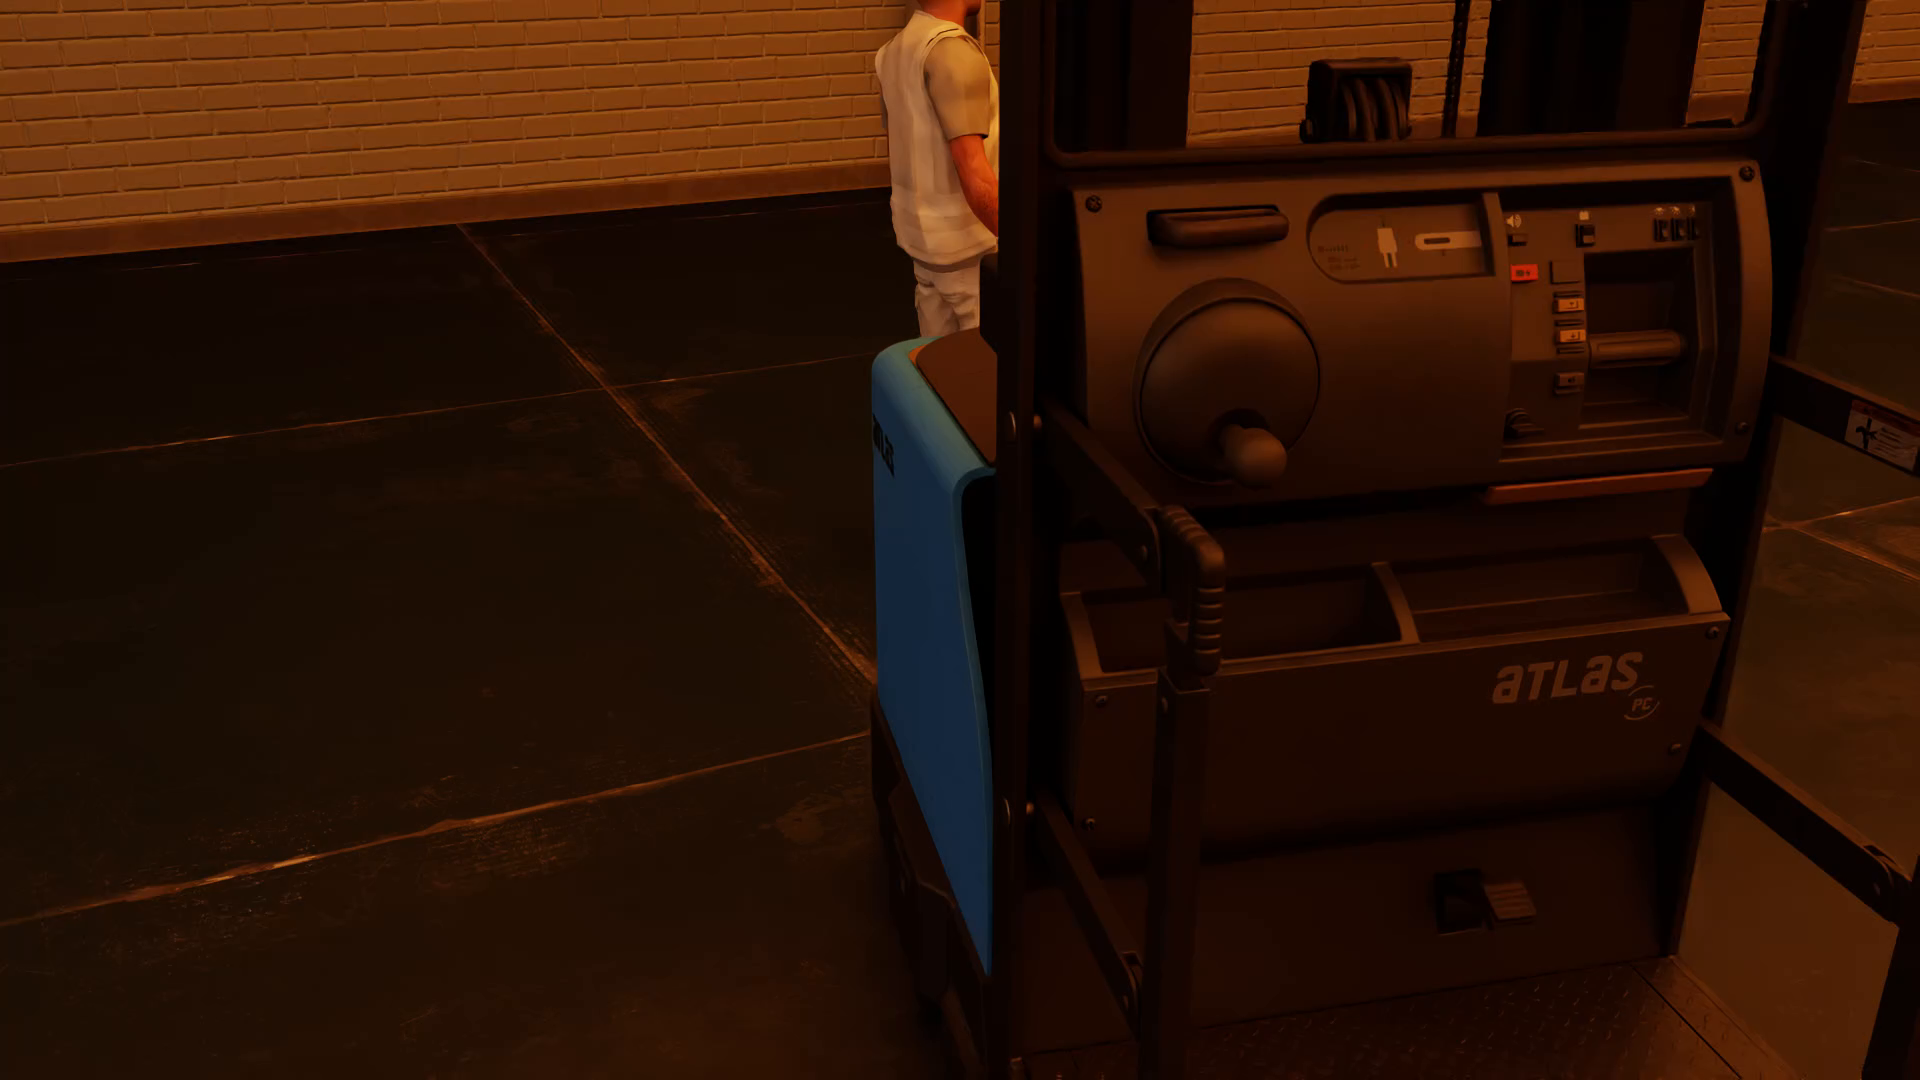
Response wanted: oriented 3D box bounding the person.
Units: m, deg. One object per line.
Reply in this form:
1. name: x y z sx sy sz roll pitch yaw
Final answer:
1. person: 0.078 -0.842 4.782 0.562 1.790 0.637 -10 25 -23

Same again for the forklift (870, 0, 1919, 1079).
1. forklift: 0.643 -0.249 1.886 1.130 2.935 3.031 -5 23 -12
